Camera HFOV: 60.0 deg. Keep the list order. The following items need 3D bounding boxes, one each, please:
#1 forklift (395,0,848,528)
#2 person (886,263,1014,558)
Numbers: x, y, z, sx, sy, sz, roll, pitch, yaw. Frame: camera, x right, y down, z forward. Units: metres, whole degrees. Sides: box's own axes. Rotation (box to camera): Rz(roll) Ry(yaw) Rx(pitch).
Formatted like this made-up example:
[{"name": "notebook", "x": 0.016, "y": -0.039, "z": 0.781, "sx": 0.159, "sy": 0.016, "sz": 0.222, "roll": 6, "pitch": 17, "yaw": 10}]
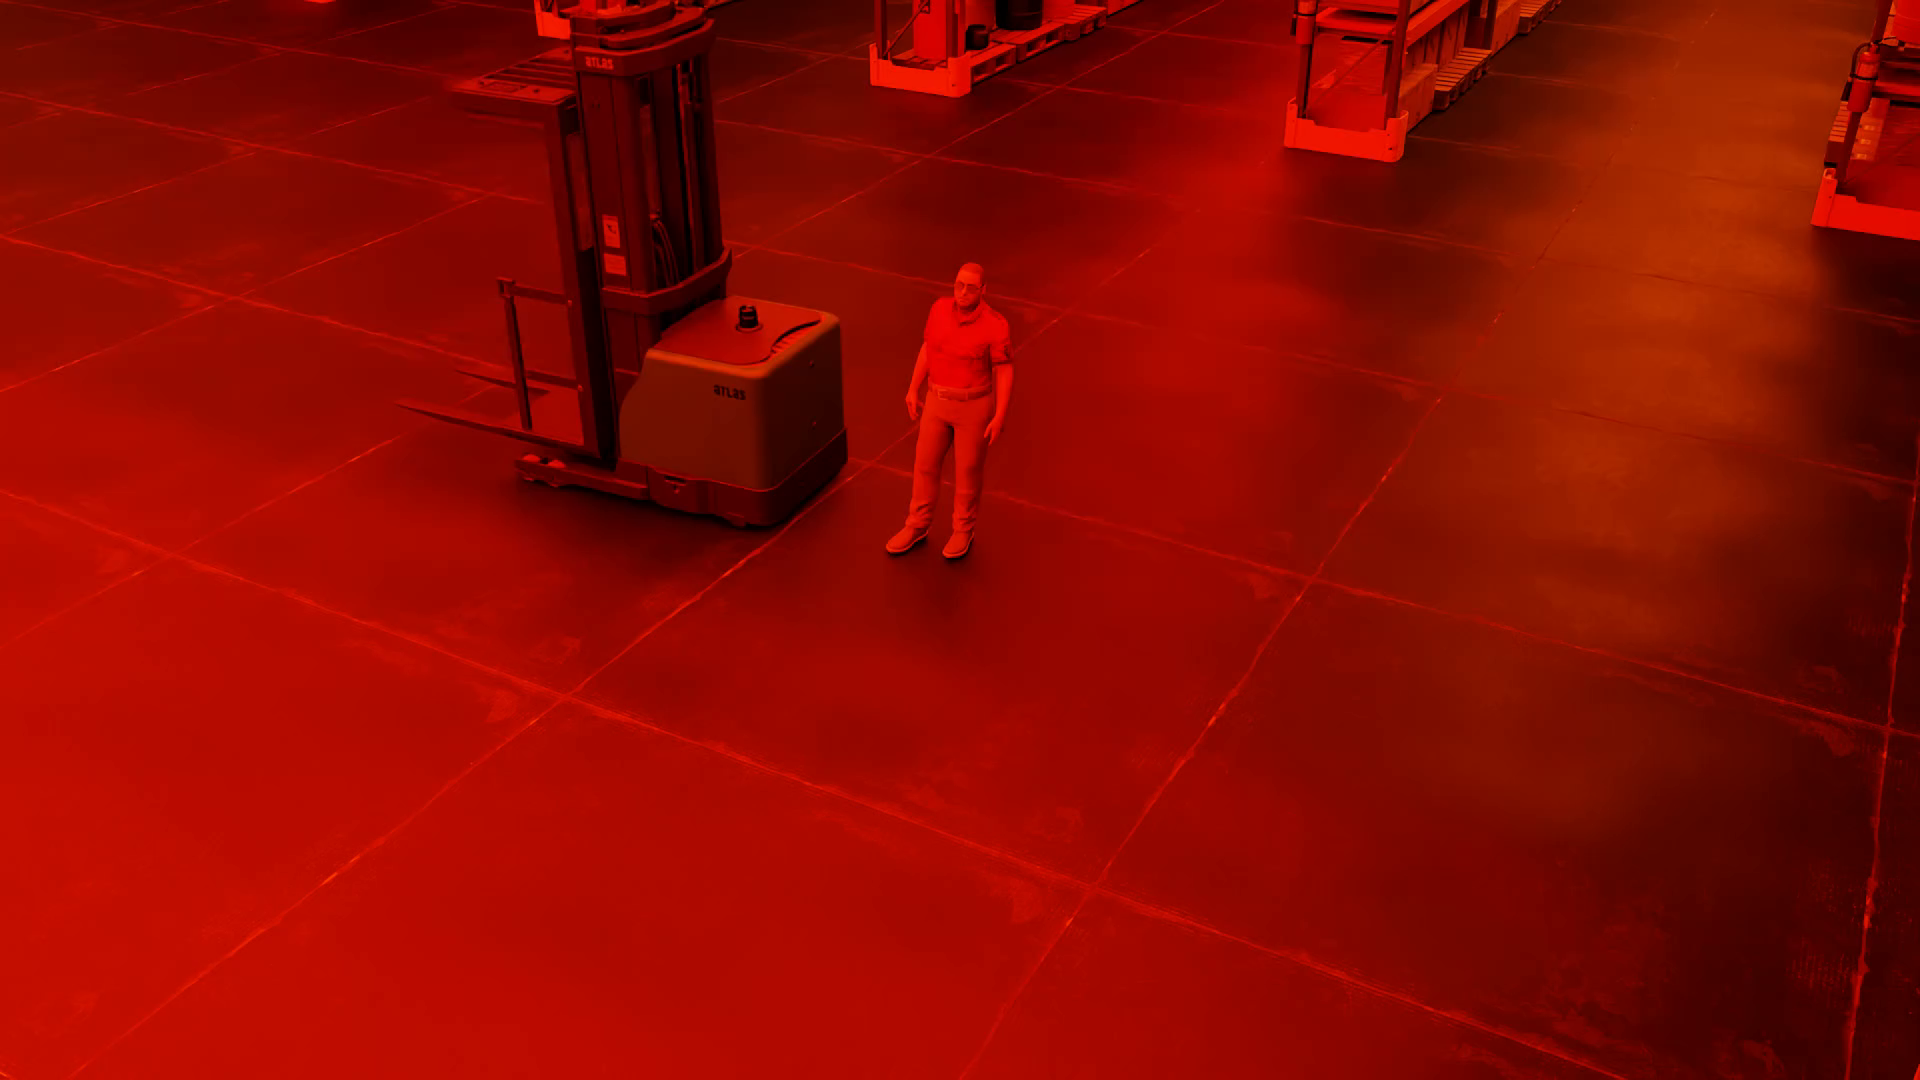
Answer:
[{"name": "forklift", "x": -2.284, "y": -1.832, "z": 10.244, "sx": 3.031, "sy": 2.935, "sz": 1.130, "roll": 13, "pitch": 32, "yaw": 21}, {"name": "person", "x": -0.054, "y": -0.719, "z": 9.503, "sx": 0.641, "sy": 1.727, "sz": 0.550, "roll": 15, "pitch": 33, "yaw": 25}]
